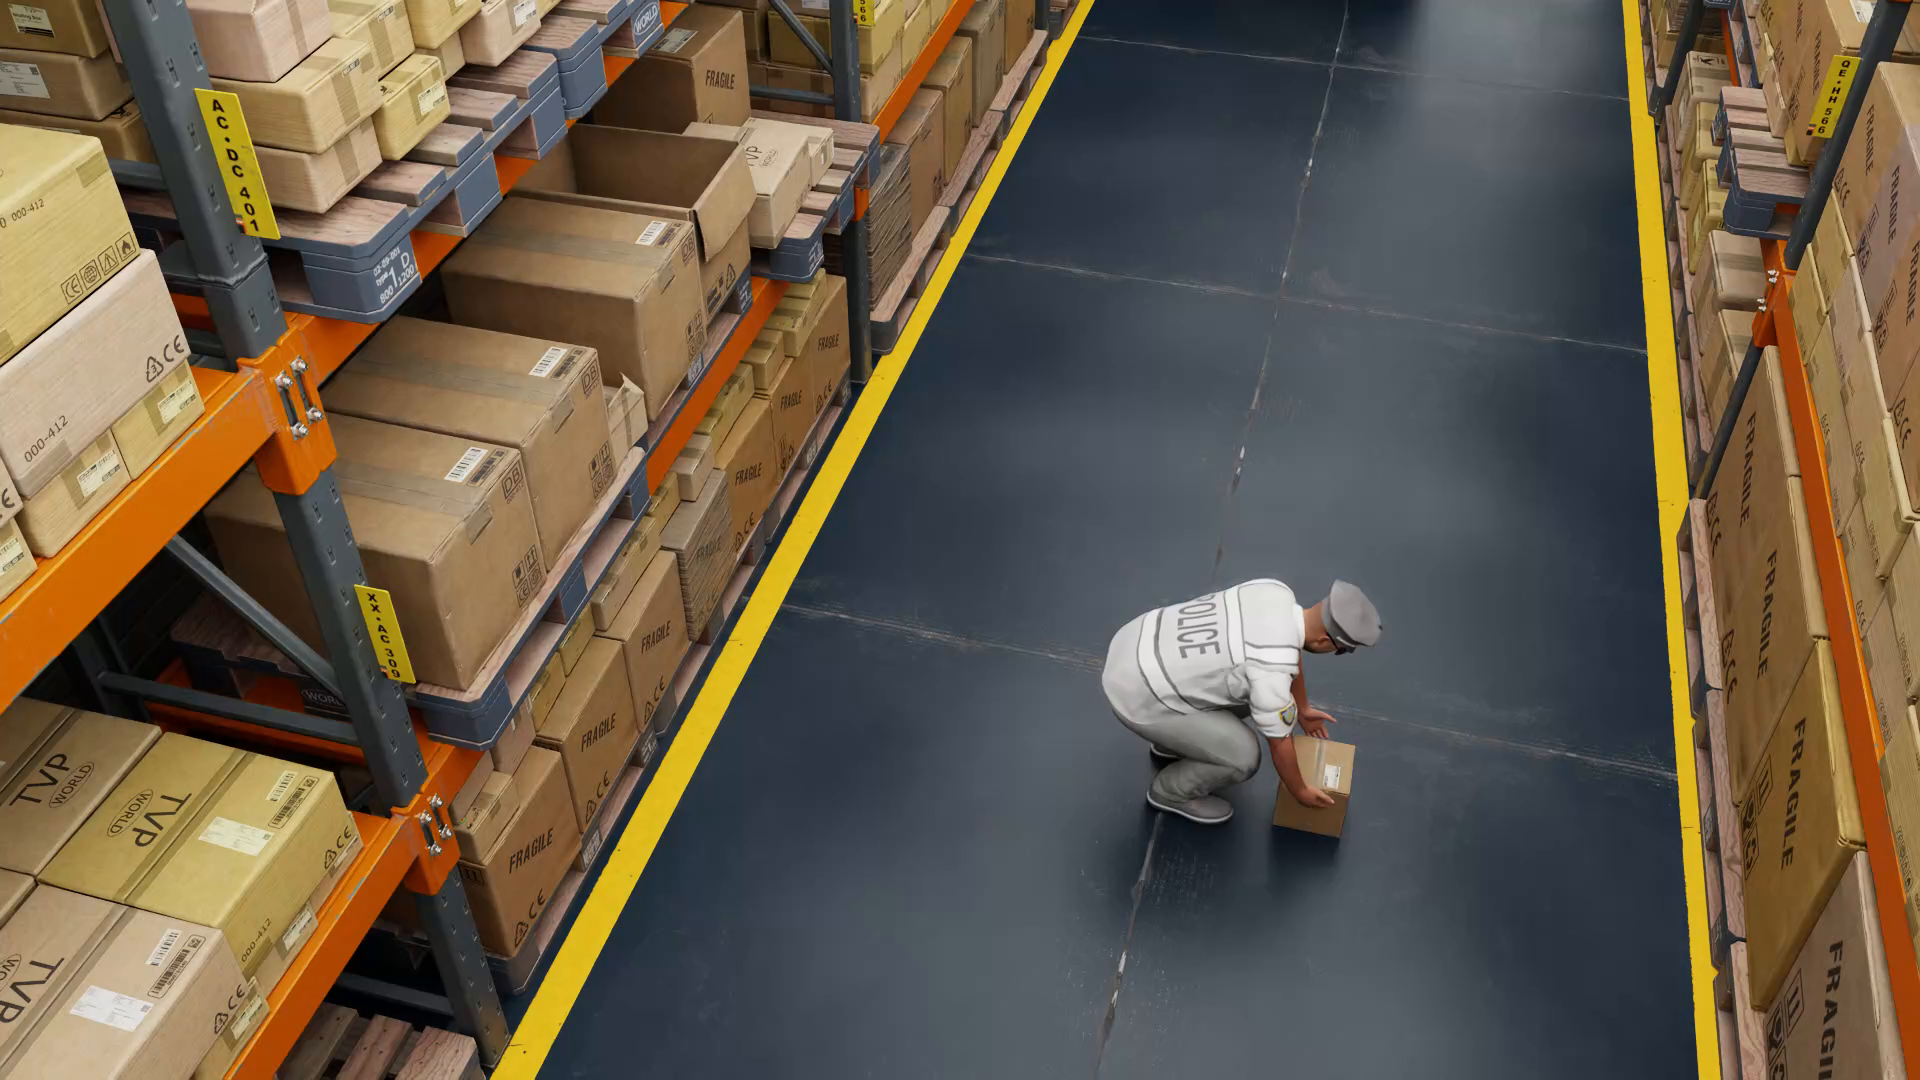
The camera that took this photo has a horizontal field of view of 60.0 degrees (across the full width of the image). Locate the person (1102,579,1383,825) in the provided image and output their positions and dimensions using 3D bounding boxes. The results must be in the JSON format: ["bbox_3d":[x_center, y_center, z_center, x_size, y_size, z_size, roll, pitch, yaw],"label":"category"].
[{"bbox_3d":[1.000,0.543,6.080,0.943,1.030,0.562,10,42,11],"label":"person"}]
